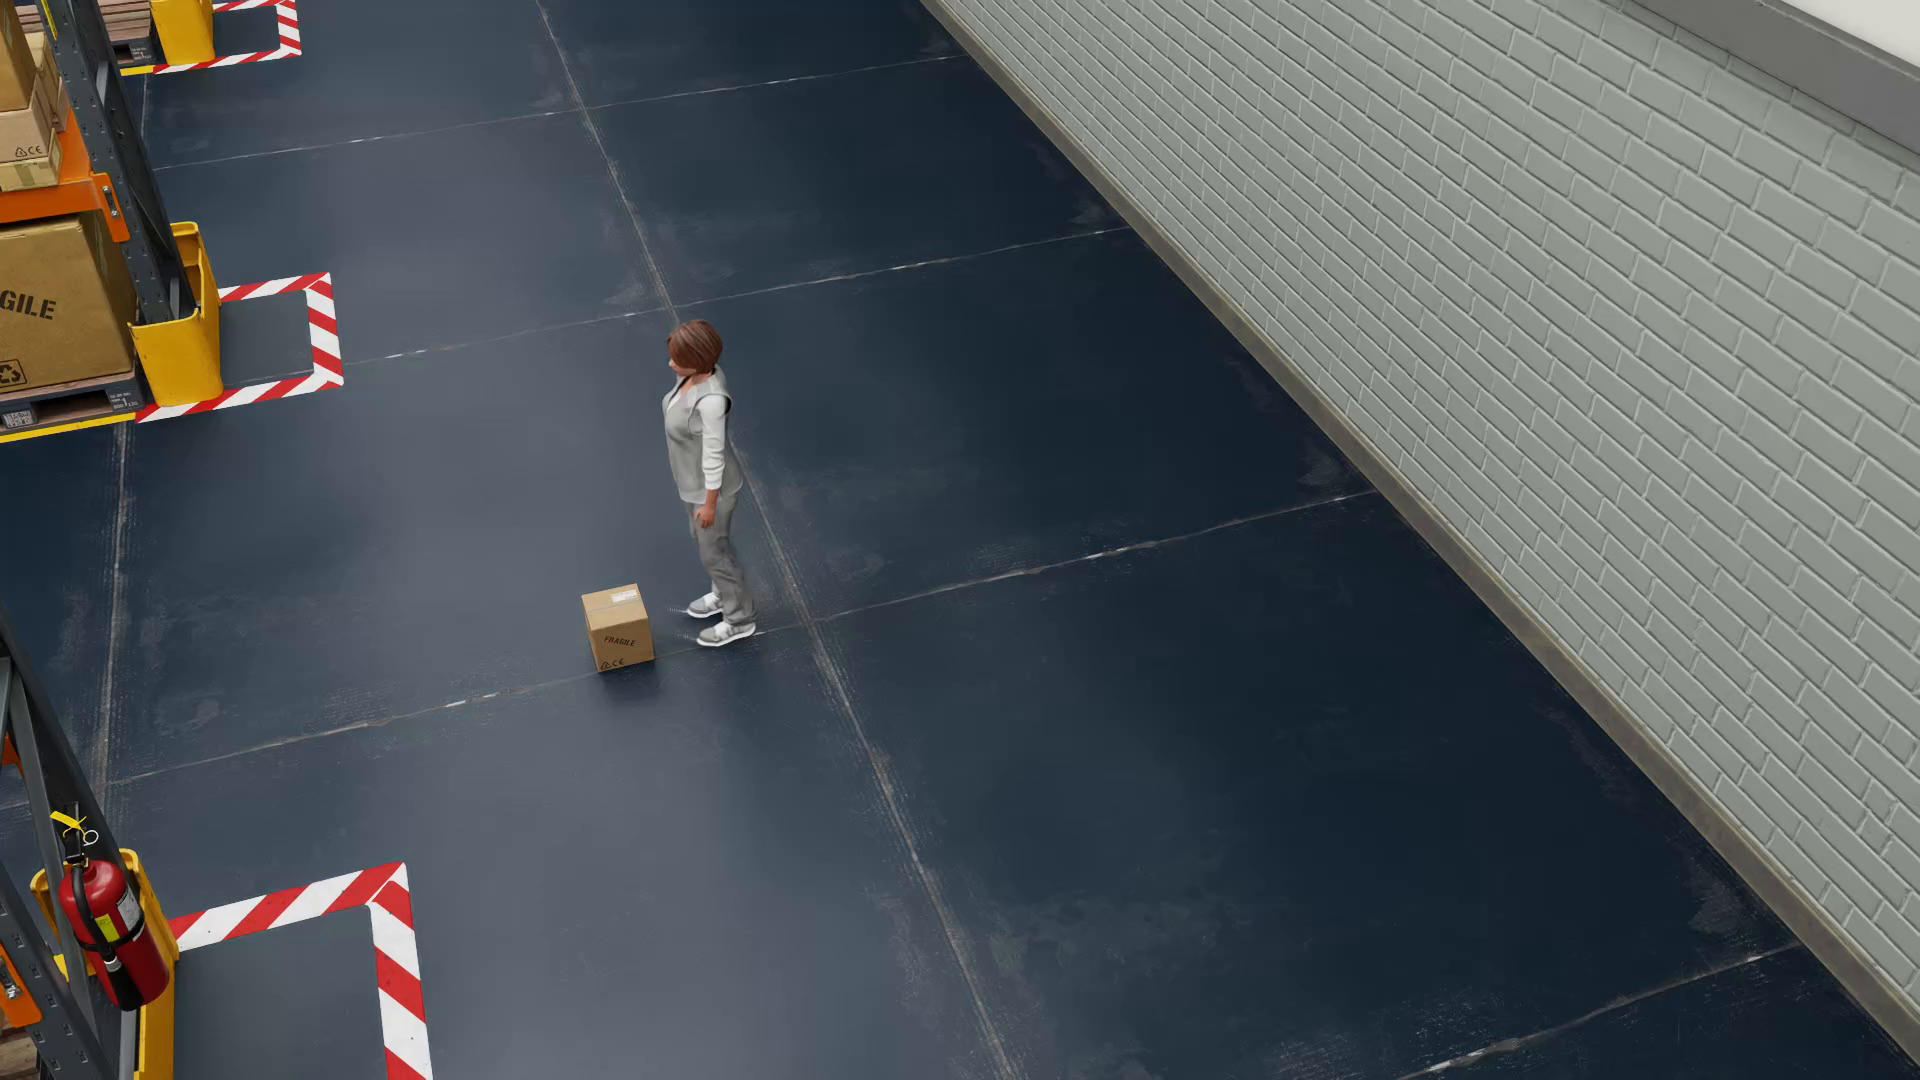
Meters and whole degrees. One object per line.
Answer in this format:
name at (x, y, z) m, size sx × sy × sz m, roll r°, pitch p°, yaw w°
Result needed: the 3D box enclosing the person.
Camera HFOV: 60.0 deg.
person at (-1.073, -0.231, 7.087) m, size 0.304 × 1.596 × 0.405 m, roll -12°, pitch 40°, yaw -15°
